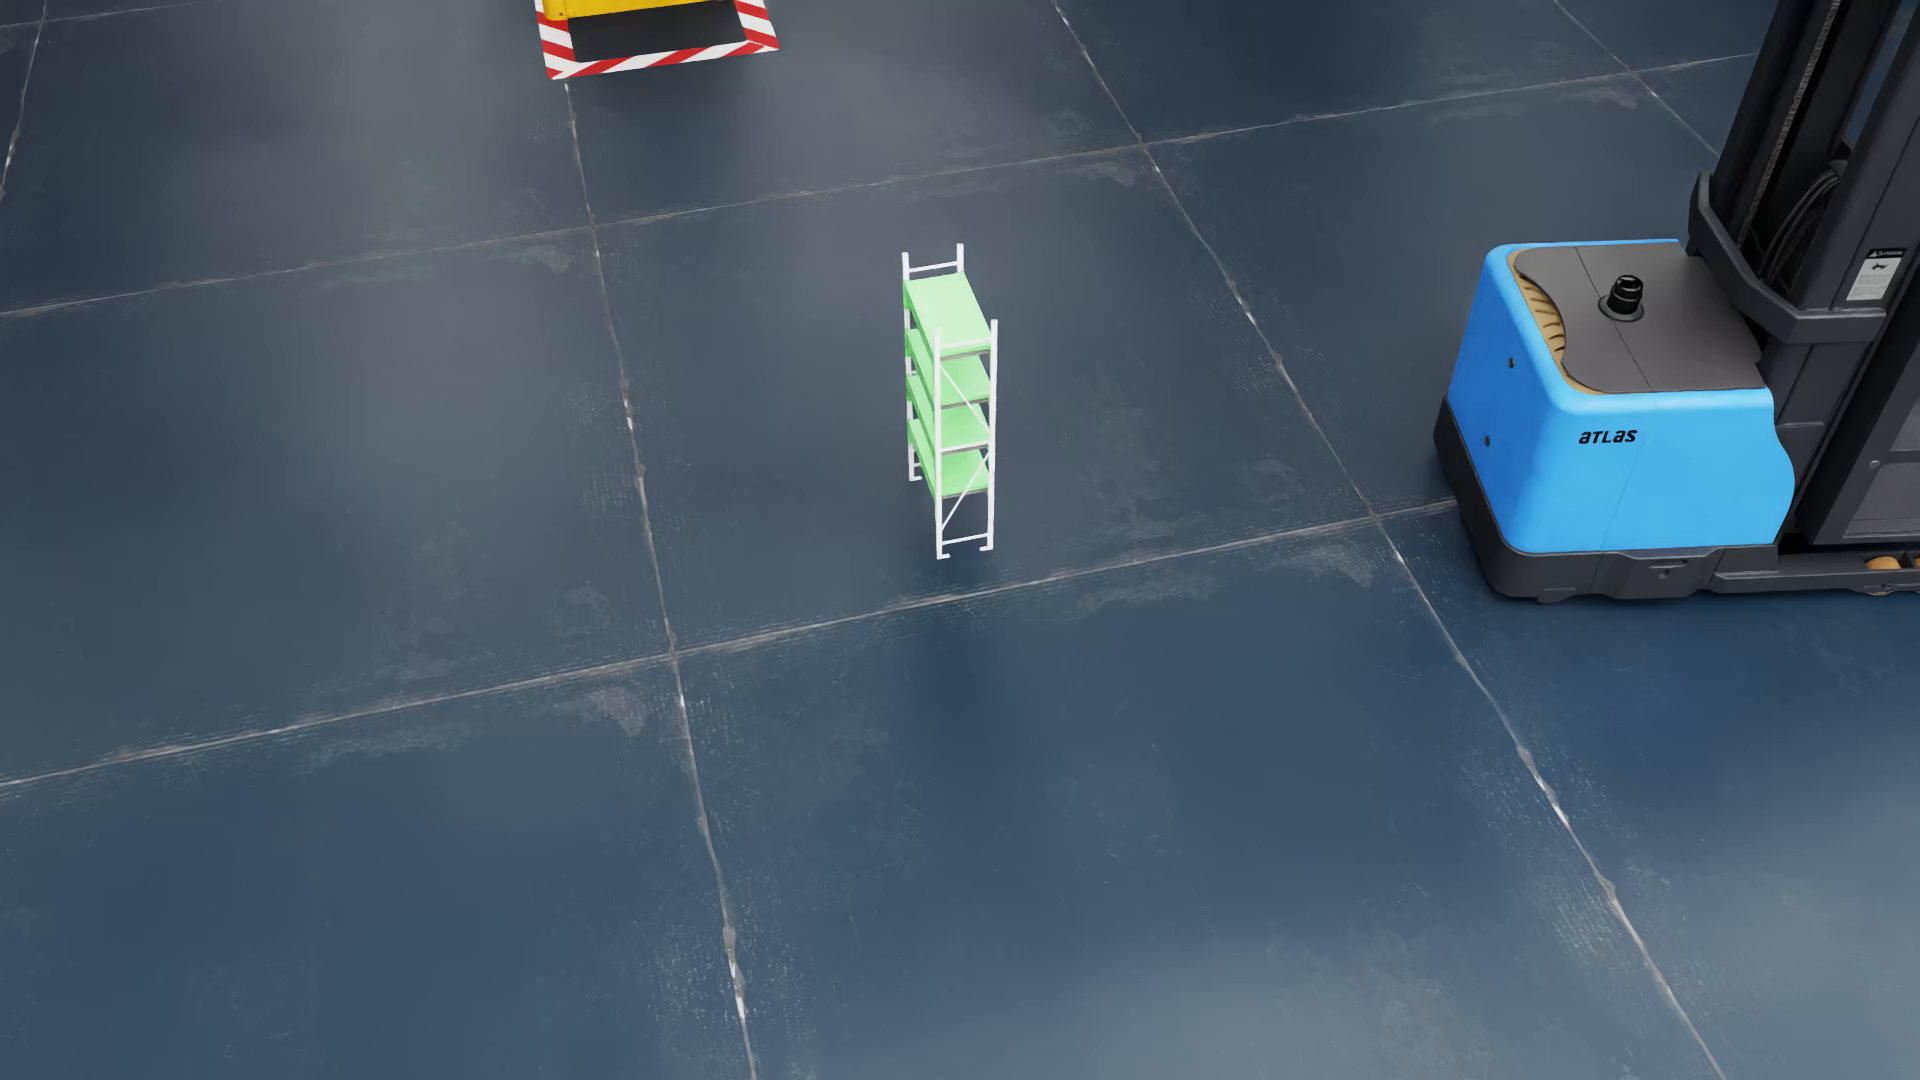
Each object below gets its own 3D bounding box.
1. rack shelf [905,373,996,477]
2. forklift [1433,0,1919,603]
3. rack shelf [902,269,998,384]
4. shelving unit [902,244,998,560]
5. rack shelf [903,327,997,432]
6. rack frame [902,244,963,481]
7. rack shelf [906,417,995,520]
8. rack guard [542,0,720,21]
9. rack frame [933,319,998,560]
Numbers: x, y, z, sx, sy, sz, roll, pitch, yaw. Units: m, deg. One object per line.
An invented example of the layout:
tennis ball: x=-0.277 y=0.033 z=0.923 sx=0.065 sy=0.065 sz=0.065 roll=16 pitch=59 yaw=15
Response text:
rack shelf: x=-0.042 y=-0.490 z=6.730 sx=0.258 sy=0.148 sz=0.480 roll=-11 pitch=47 yaw=-10
forklift: x=3.624 y=-1.178 z=6.103 sx=3.031 sy=2.935 sz=1.130 roll=-2 pitch=46 yaw=-2
rack shelf: x=-0.042 y=-0.825 z=6.387 sx=0.258 sy=0.148 sz=0.480 roll=-11 pitch=47 yaw=-10
shelving unit: x=-0.042 y=-0.534 z=6.684 sx=0.258 sy=1.200 sz=0.503 roll=-11 pitch=47 yaw=-10
rack shelf: x=-0.042 y=-0.658 z=6.558 sx=0.258 sy=0.148 sz=0.480 roll=-11 pitch=47 yaw=-10
rack frame: x=-0.105 y=-0.703 z=6.849 sx=0.240 sy=1.200 sz=0.015 roll=-11 pitch=47 yaw=-10
rack shelf: x=-0.042 y=-0.322 z=6.901 sx=0.258 sy=0.148 sz=0.480 roll=-11 pitch=47 yaw=-10
rack guard: x=-1.987 y=-3.538 z=10.118 sx=1.175 sy=0.500 sz=0.348 roll=-11 pitch=47 yaw=-10
rack frame: x=0.020 y=-0.366 z=6.519 sx=0.240 sy=1.200 sz=0.015 roll=-11 pitch=47 yaw=-10
